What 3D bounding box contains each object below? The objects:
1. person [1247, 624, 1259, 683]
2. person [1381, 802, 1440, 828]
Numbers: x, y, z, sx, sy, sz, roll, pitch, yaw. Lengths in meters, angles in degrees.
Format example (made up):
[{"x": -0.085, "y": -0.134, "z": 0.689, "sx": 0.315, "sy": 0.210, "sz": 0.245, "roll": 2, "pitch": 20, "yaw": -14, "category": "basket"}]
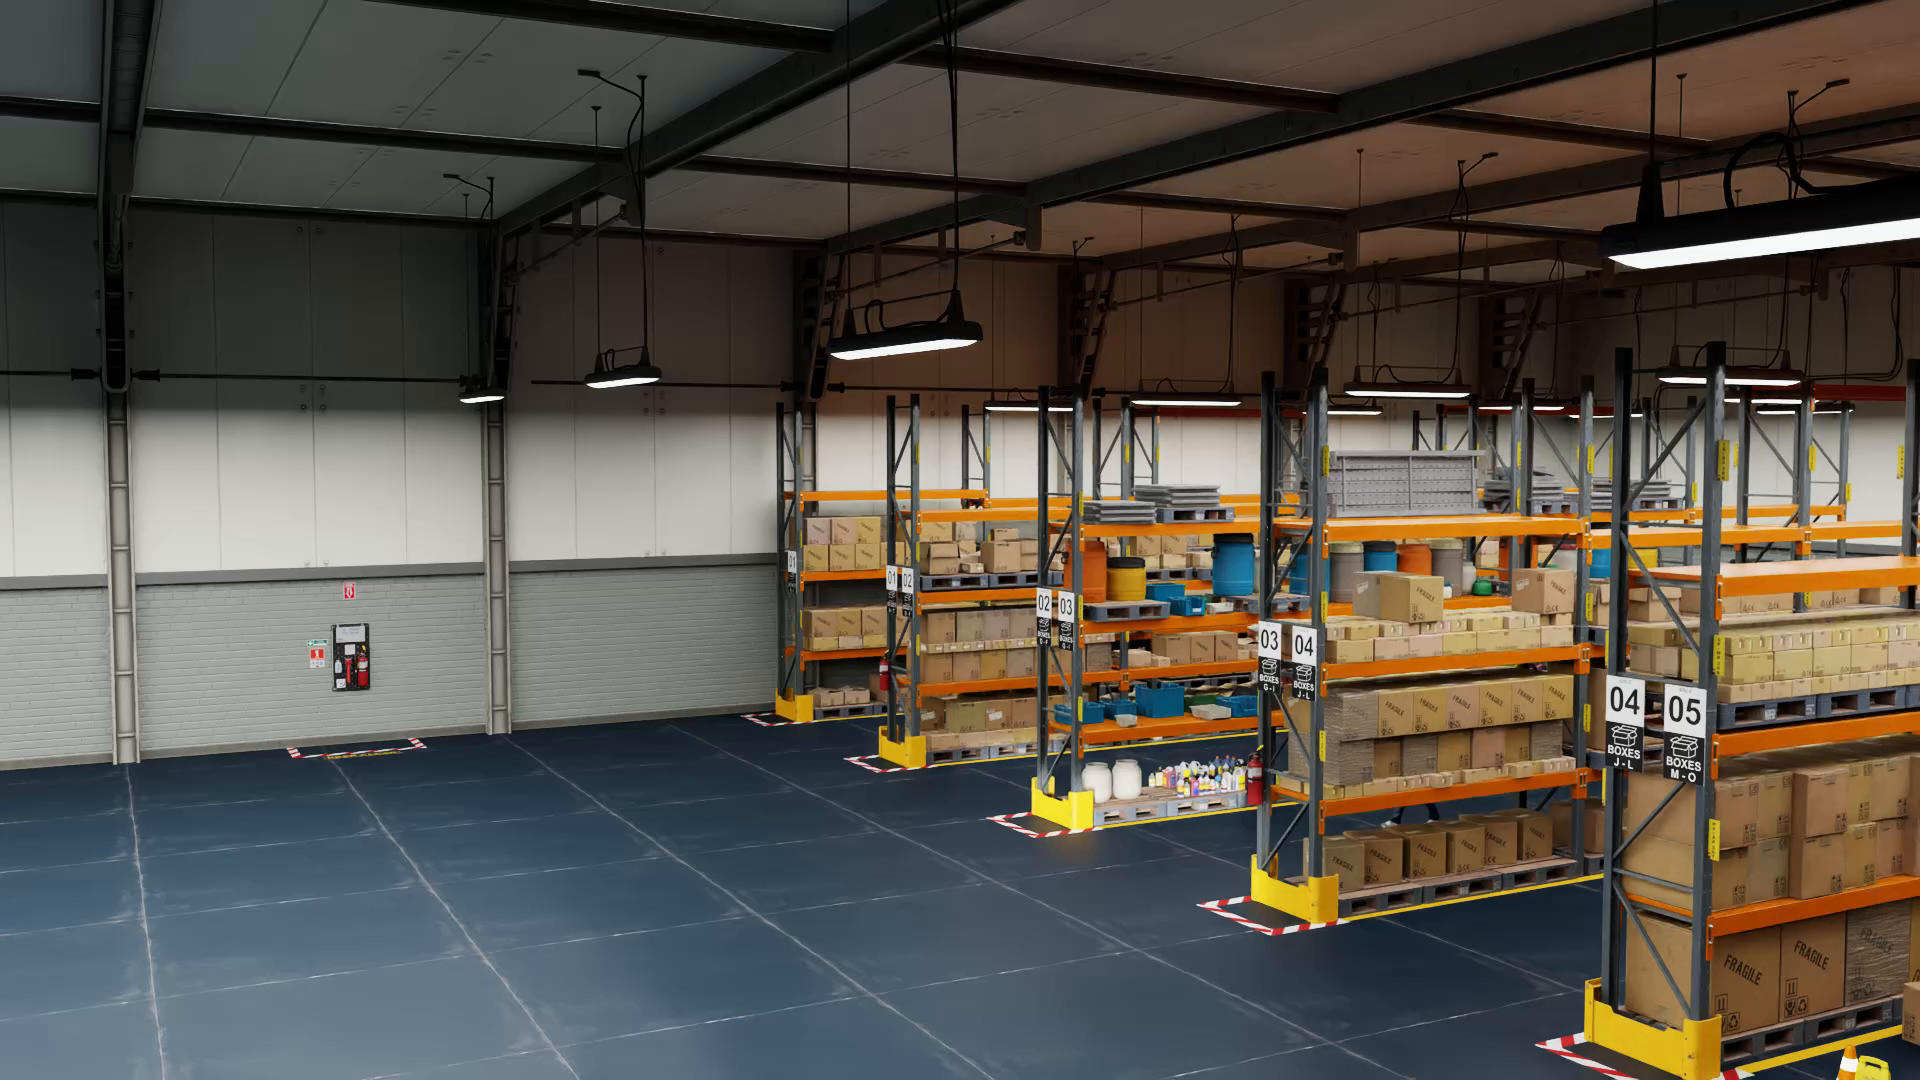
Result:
[{"x": 5.908, "y": 2.478, "z": 32.678, "sx": 0.616, "sy": 1.689, "sz": 0.693, "roll": -1, "pitch": 3, "yaw": -19, "category": "person"}, {"x": 6.060, "y": 3.104, "z": 22.303, "sx": 0.903, "sy": 1.552, "sz": 0.432, "roll": -1, "pitch": 4, "yaw": -24, "category": "person"}]
